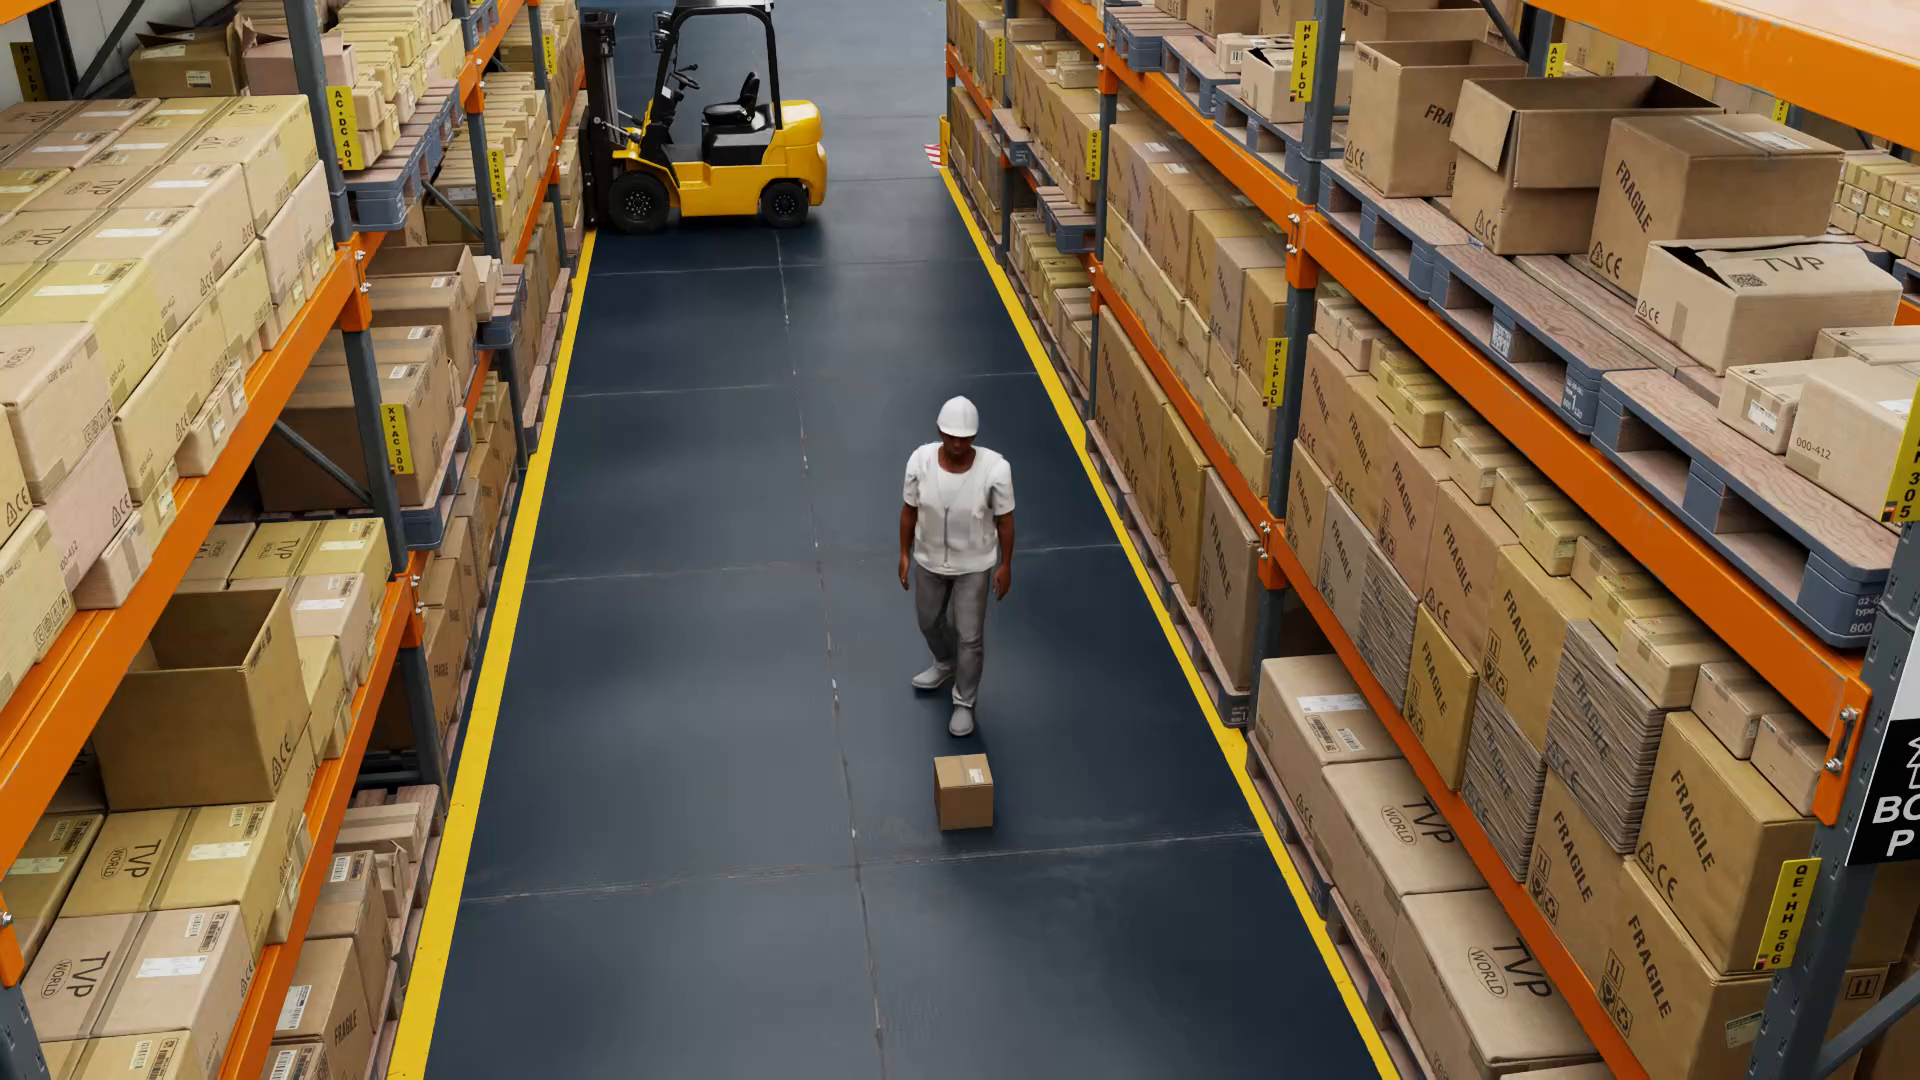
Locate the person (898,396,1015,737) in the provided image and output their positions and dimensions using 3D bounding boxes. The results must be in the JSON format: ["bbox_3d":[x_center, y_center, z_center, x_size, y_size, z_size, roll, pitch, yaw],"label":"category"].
[{"bbox_3d":[-0.017,0.098,8.392,0.579,1.771,0.599,8,28,16],"label":"person"}]
